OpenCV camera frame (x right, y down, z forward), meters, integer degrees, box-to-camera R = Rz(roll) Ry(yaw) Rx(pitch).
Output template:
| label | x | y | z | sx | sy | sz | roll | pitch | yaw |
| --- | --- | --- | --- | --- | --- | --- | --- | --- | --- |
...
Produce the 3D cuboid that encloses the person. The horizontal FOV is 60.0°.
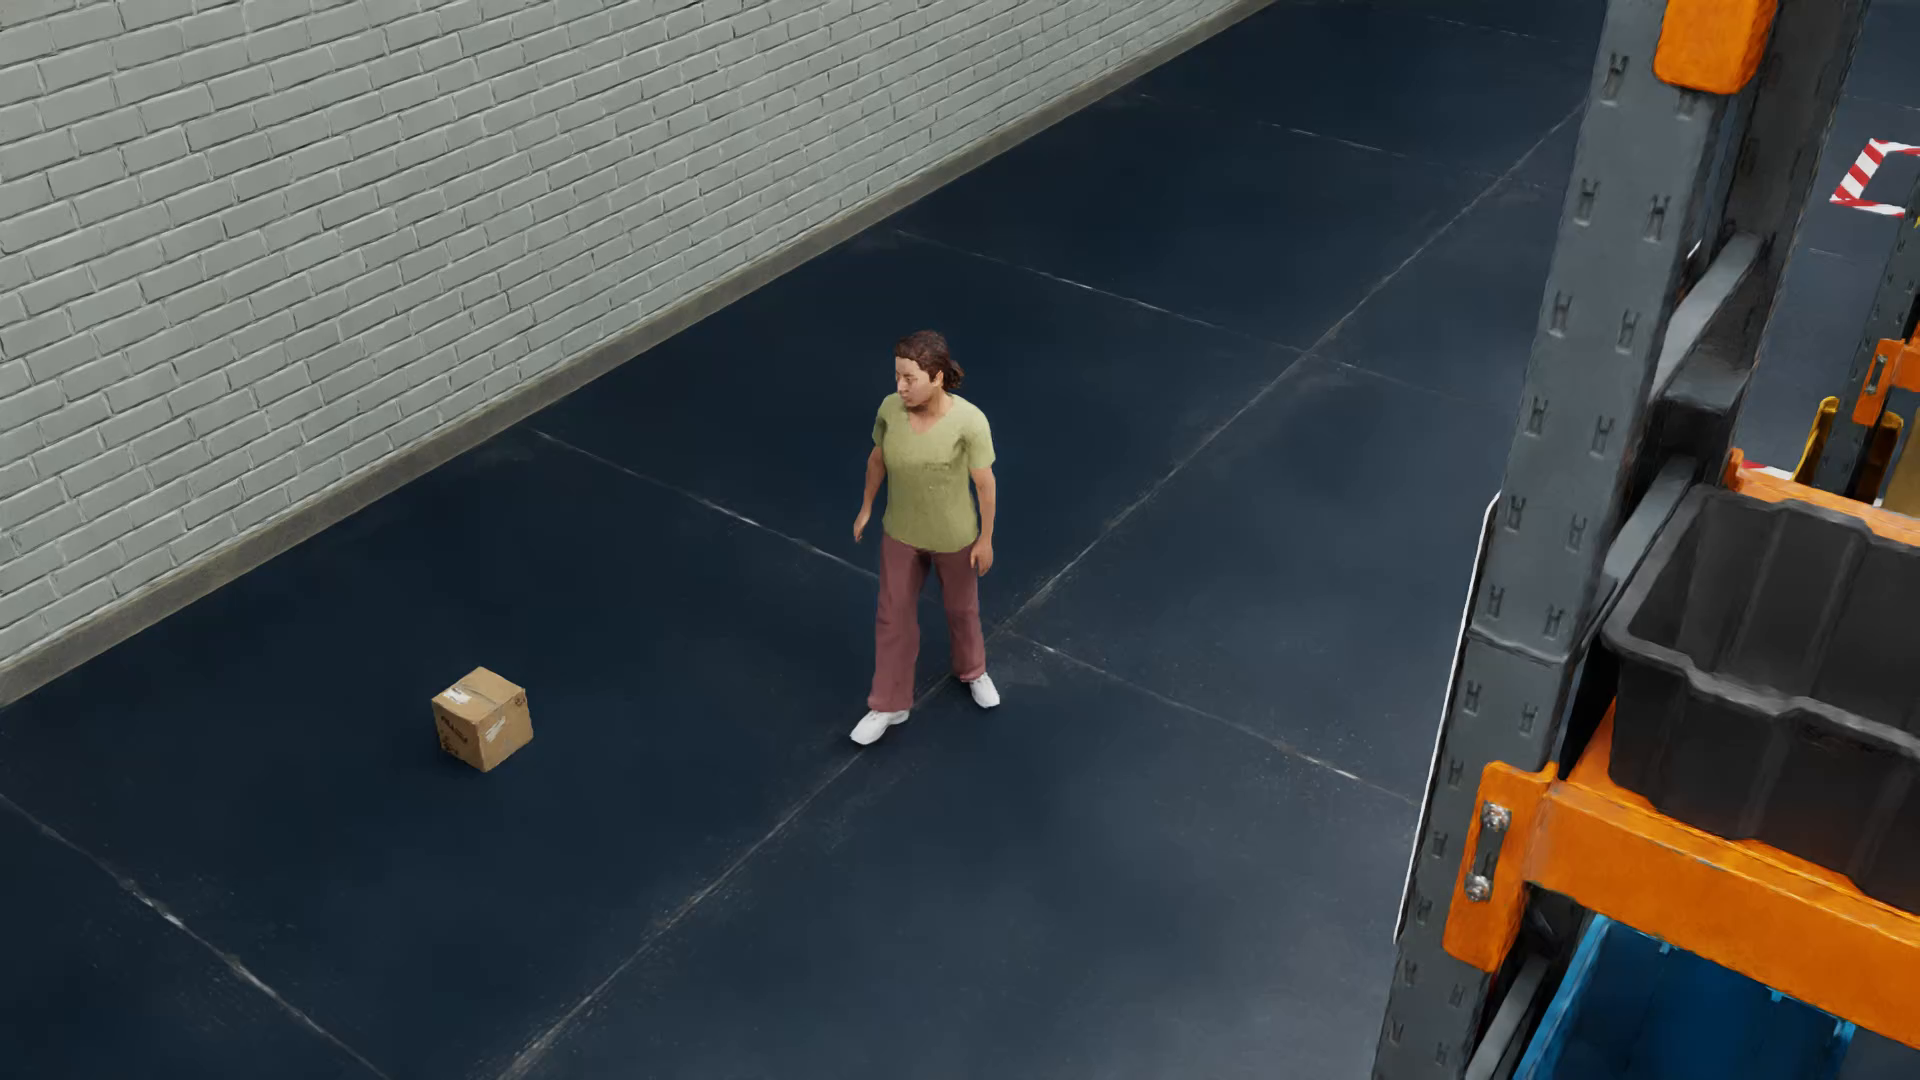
| label | x | y | z | sx | sy | sz | roll | pitch | yaw |
| --- | --- | --- | --- | --- | --- | --- | --- | --- | --- |
| person | -0.147 | 0.094 | 6.212 | 0.576 | 1.414 | 0.623 | 11 | 36 | 15 |
